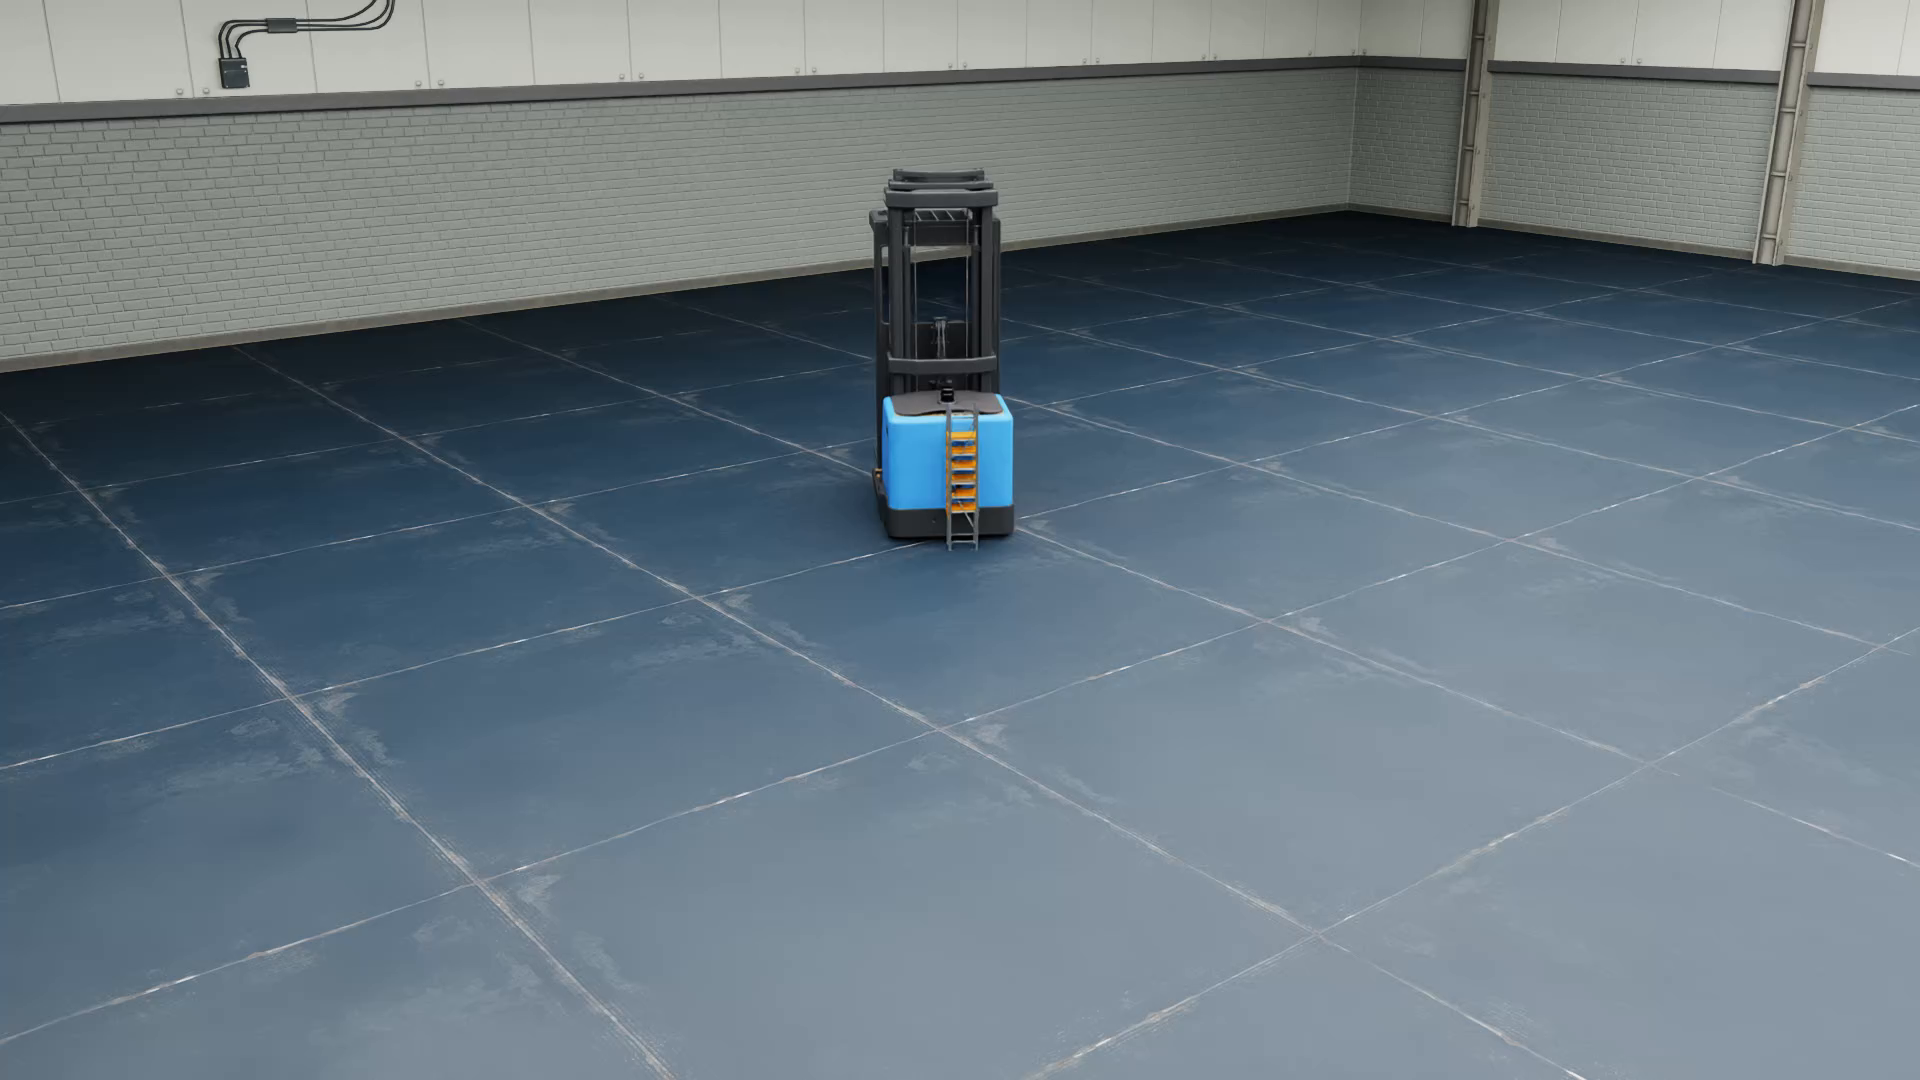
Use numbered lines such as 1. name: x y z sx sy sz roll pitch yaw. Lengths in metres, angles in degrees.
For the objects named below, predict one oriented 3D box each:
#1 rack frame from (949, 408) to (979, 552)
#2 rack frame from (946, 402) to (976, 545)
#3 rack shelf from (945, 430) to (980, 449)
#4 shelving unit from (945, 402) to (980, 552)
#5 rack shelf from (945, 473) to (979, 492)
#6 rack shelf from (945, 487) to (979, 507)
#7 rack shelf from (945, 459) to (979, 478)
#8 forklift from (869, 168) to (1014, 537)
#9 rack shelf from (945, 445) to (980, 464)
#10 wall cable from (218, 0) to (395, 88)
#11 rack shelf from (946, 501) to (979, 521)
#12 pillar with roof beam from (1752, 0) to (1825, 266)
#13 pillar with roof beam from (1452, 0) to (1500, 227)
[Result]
1. rack frame: 0.029 -0.479 13.399 0.240 1.200 0.006 -2 18 -6
2. rack frame: 0.009 -0.536 13.572 0.240 1.200 0.006 -2 18 -6
3. rack shelf: 0.019 -0.807 13.386 0.258 0.103 0.180 -2 18 -6
4. shelving unit: 0.019 -0.507 13.485 0.258 1.200 0.189 -2 18 -6
5. rack shelf: 0.019 -0.465 13.499 0.258 0.103 0.180 -2 18 -6
6. rack shelf: 0.019 -0.351 13.537 0.258 0.103 0.180 -2 18 -6
7. rack shelf: 0.019 -0.579 13.462 0.258 0.103 0.180 -2 18 -6
8. forklift: -0.222 -1.831 14.728 1.130 2.935 3.031 -2 18 -6
9. rack shelf: 0.019 -0.693 13.424 0.258 0.103 0.180 -2 18 -6
10. wall cable: -8.225 -8.681 20.354 2.305 6.003 0.169 -14 23 -36
11. rack shelf: 0.019 -0.237 13.575 0.258 0.103 0.180 -2 18 -6
12. pillar with roof beam: 10.159 -8.063 23.898 9.100 9.000 0.400 -14 23 -36
13. pillar with roof beam: 6.433 -9.542 28.363 9.100 9.000 0.400 -14 23 -36
